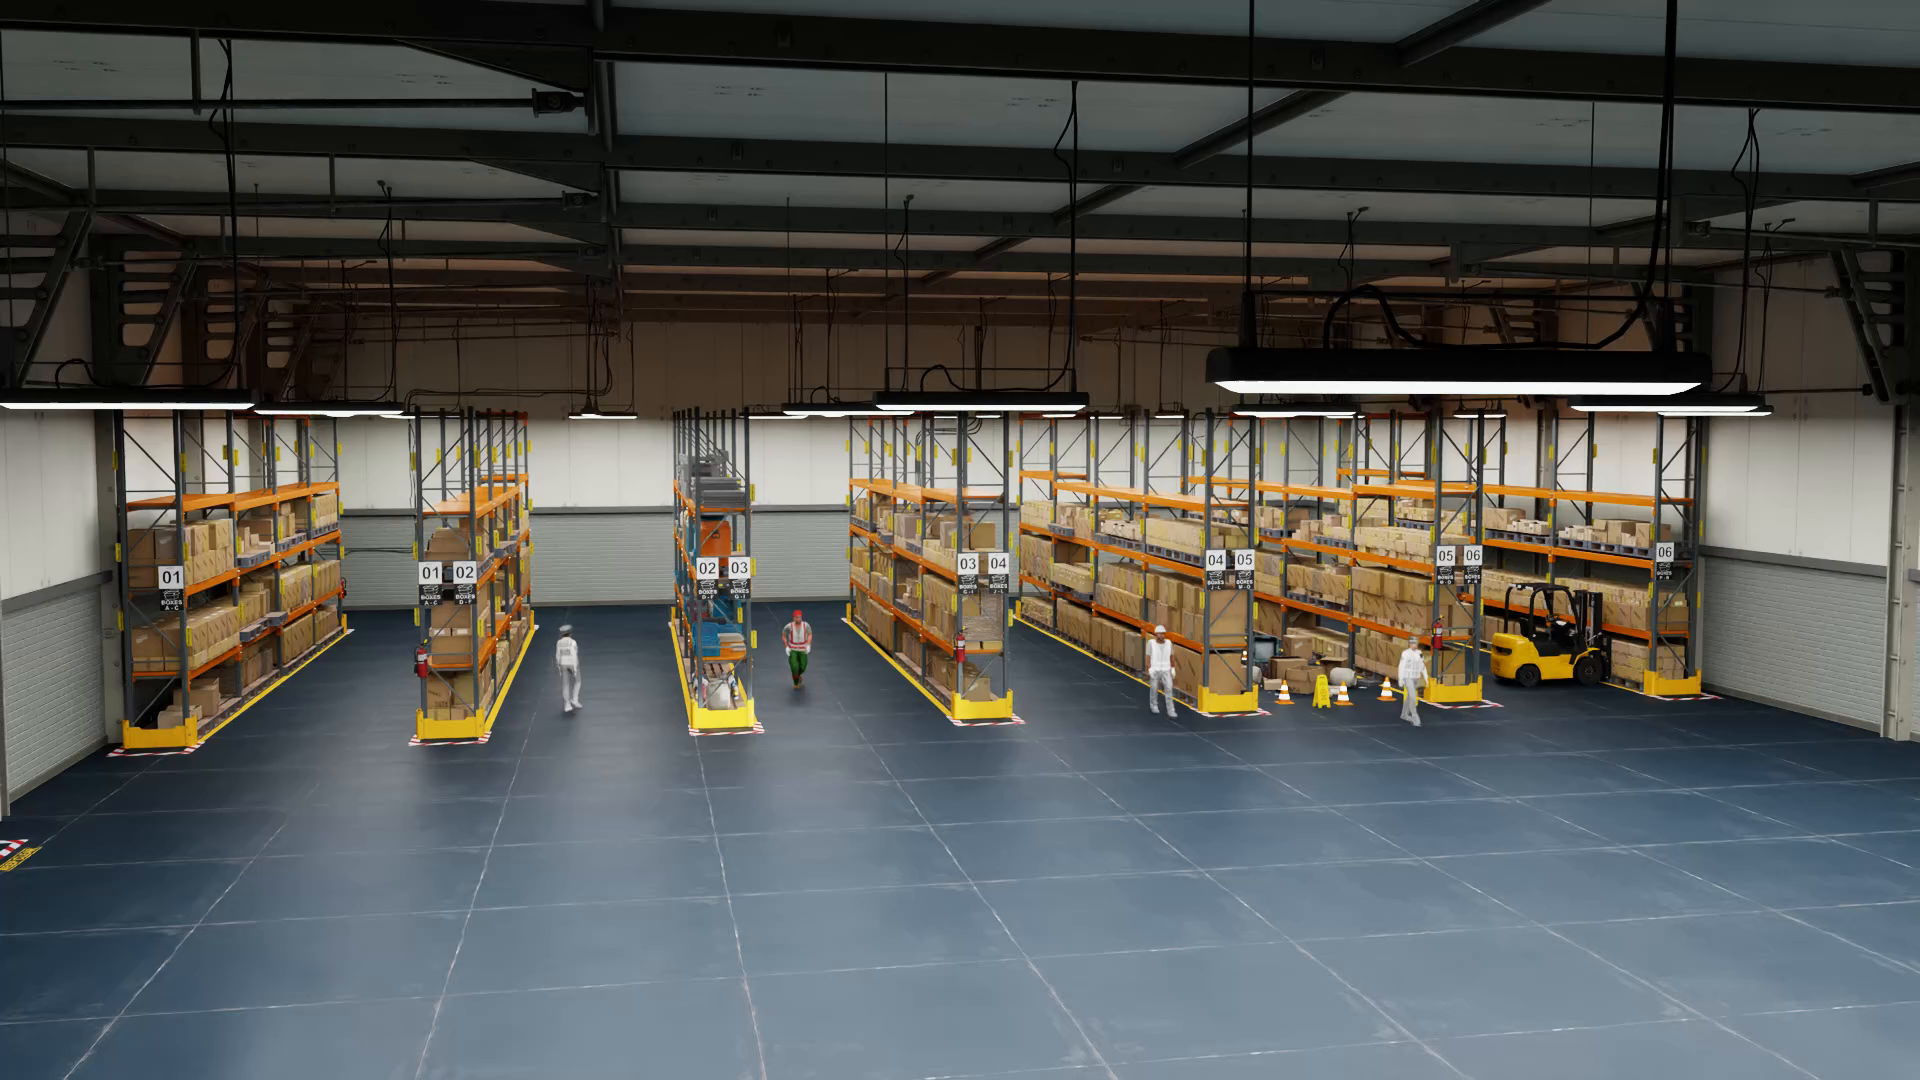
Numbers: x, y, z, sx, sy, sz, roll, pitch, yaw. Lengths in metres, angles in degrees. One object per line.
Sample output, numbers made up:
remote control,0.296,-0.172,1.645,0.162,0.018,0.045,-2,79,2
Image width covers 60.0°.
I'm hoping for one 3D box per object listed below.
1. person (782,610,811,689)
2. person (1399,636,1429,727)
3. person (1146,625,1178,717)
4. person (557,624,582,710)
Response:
person,-3.505,2.339,35.676,0.635,1.714,0.699,-1,4,-11
person,8.582,2.674,31.524,0.492,1.731,0.659,-2,5,-30
person,3.915,2.529,32.244,0.605,1.737,0.925,0,4,-3
person,-7.791,2.528,33.040,0.494,1.680,0.500,0,4,1
